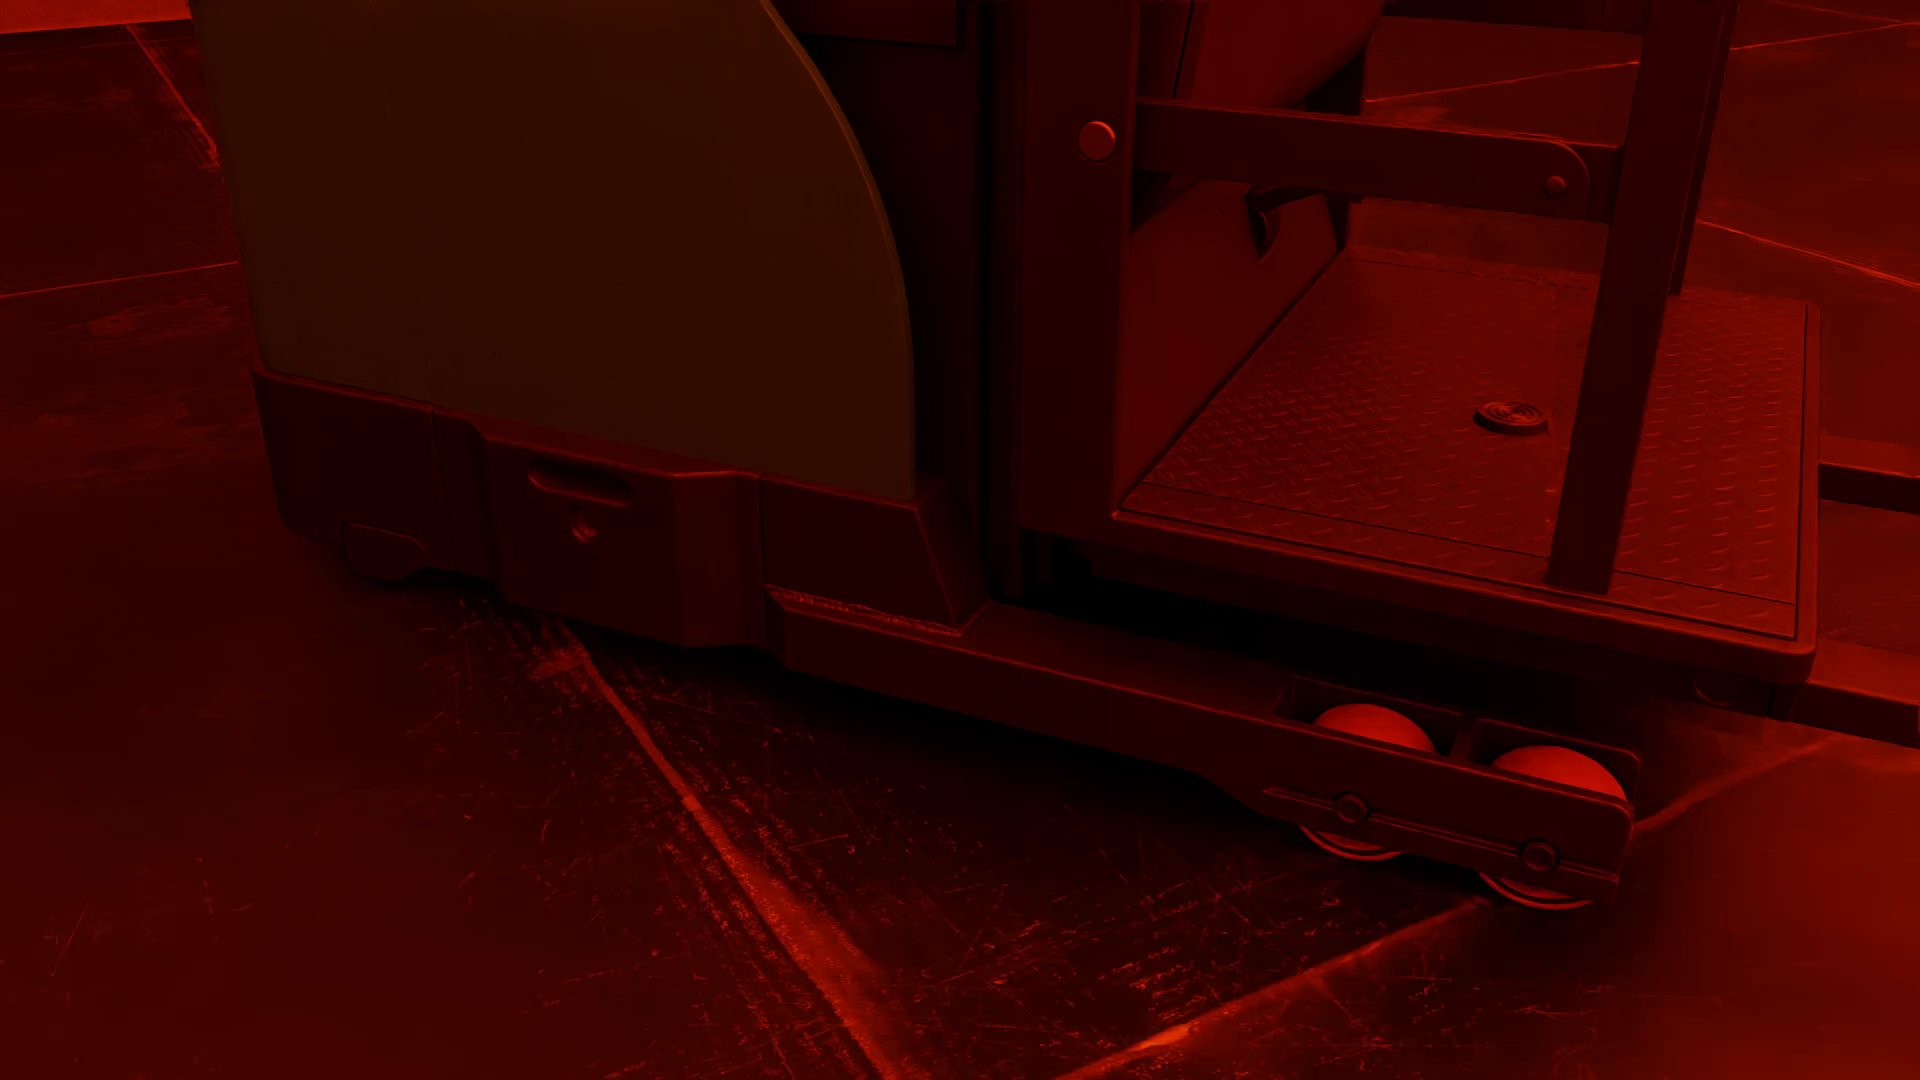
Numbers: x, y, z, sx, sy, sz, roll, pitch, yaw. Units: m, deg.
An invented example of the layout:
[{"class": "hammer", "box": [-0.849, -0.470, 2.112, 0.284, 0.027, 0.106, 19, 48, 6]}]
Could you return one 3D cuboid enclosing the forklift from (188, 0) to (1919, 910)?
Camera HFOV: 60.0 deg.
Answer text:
[{"class": "forklift", "box": [0.569, -1.196, 1.618, 3.031, 2.935, 1.130, 12, 29, 22]}]
